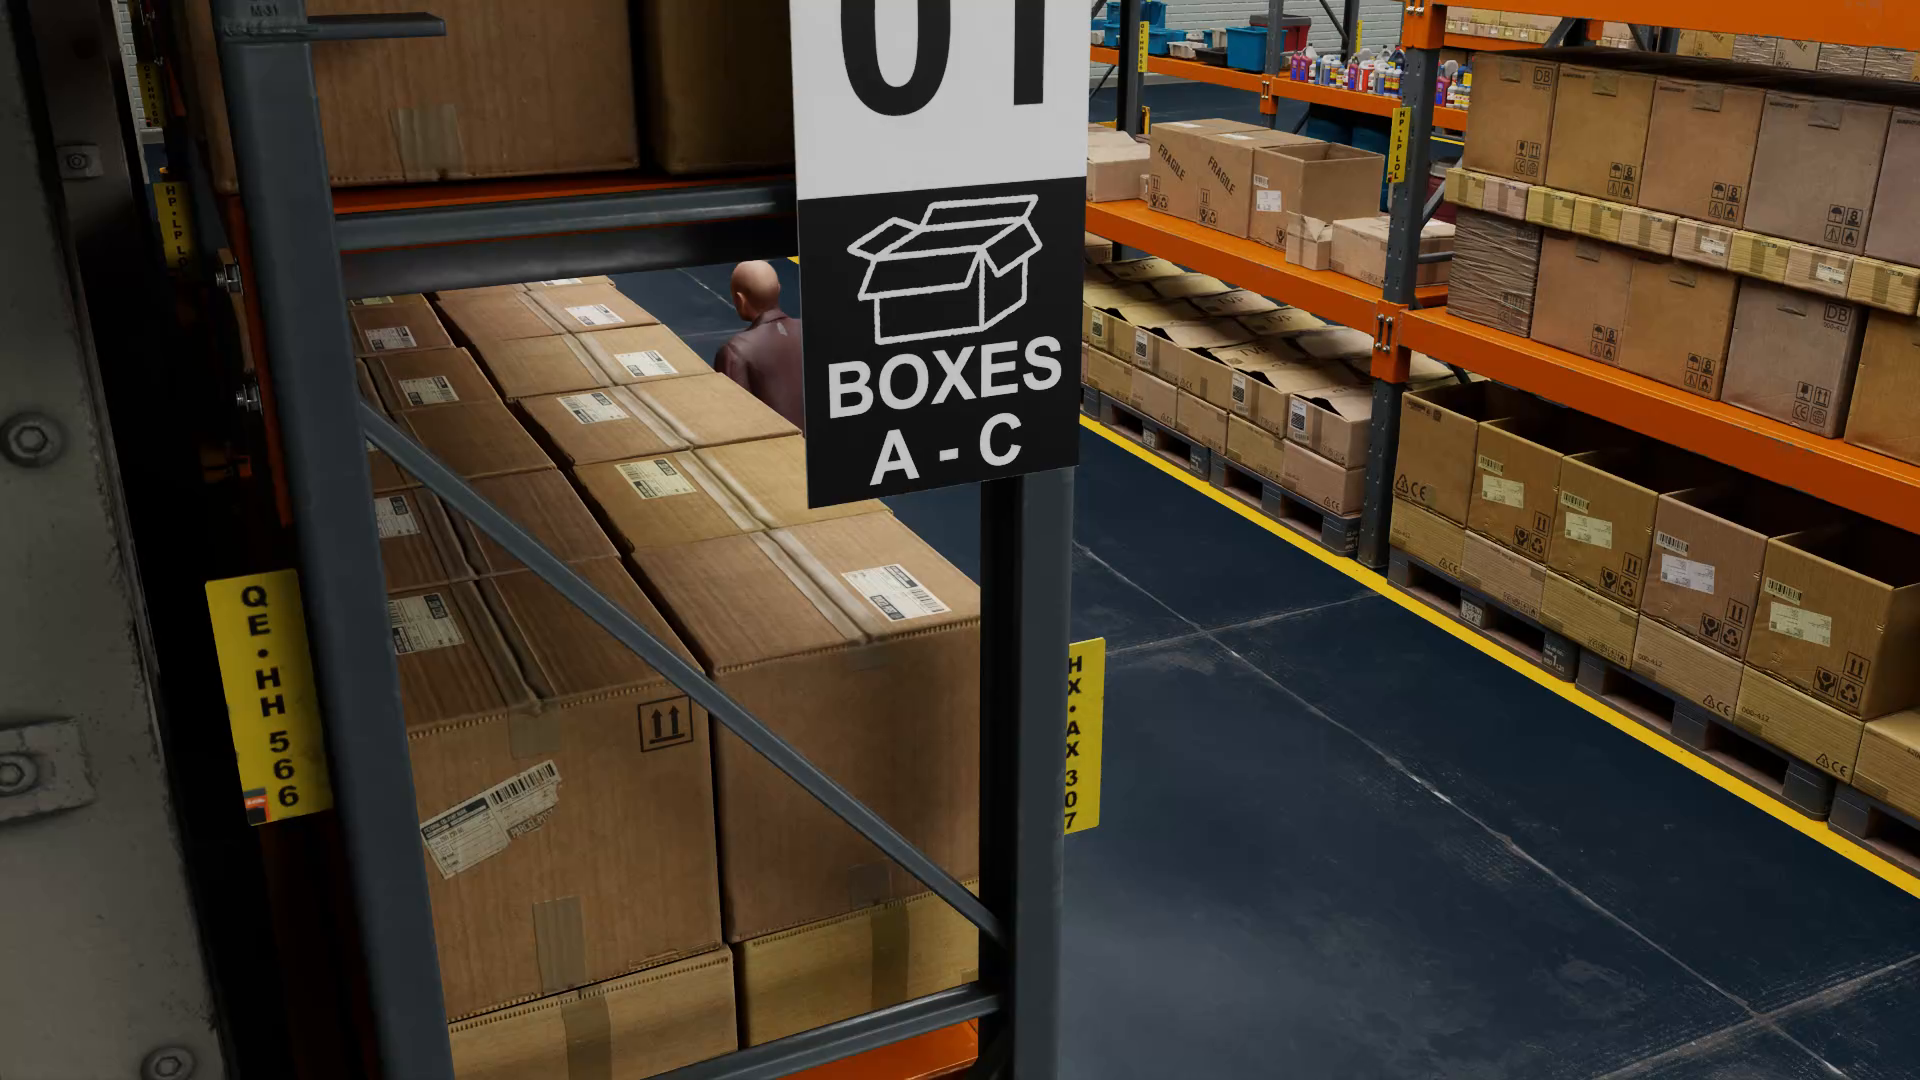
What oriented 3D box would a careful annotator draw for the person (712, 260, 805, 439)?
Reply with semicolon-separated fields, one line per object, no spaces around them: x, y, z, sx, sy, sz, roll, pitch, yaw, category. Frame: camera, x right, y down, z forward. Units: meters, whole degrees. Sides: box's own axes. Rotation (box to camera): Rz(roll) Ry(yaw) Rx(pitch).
-0.754;-0.260;6.758;0.642;1.774;0.401;-19;29;-40;person
